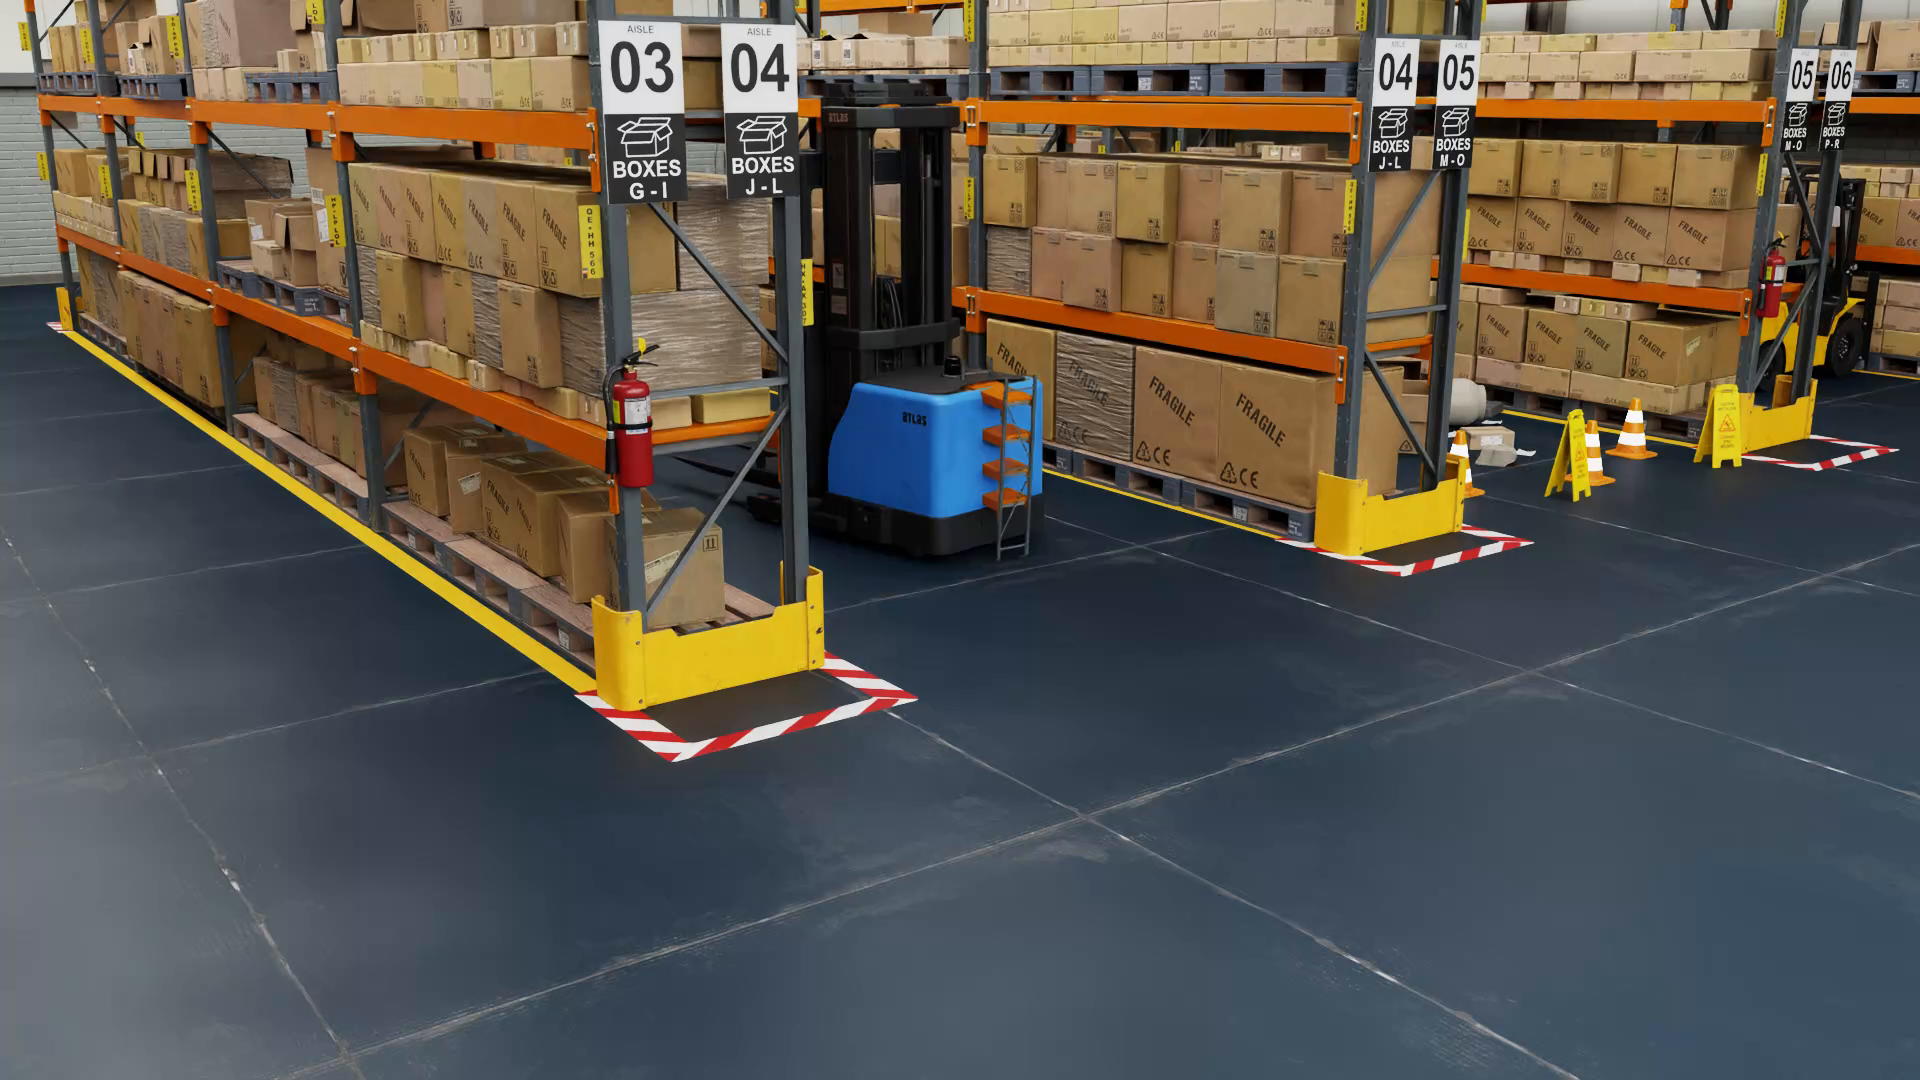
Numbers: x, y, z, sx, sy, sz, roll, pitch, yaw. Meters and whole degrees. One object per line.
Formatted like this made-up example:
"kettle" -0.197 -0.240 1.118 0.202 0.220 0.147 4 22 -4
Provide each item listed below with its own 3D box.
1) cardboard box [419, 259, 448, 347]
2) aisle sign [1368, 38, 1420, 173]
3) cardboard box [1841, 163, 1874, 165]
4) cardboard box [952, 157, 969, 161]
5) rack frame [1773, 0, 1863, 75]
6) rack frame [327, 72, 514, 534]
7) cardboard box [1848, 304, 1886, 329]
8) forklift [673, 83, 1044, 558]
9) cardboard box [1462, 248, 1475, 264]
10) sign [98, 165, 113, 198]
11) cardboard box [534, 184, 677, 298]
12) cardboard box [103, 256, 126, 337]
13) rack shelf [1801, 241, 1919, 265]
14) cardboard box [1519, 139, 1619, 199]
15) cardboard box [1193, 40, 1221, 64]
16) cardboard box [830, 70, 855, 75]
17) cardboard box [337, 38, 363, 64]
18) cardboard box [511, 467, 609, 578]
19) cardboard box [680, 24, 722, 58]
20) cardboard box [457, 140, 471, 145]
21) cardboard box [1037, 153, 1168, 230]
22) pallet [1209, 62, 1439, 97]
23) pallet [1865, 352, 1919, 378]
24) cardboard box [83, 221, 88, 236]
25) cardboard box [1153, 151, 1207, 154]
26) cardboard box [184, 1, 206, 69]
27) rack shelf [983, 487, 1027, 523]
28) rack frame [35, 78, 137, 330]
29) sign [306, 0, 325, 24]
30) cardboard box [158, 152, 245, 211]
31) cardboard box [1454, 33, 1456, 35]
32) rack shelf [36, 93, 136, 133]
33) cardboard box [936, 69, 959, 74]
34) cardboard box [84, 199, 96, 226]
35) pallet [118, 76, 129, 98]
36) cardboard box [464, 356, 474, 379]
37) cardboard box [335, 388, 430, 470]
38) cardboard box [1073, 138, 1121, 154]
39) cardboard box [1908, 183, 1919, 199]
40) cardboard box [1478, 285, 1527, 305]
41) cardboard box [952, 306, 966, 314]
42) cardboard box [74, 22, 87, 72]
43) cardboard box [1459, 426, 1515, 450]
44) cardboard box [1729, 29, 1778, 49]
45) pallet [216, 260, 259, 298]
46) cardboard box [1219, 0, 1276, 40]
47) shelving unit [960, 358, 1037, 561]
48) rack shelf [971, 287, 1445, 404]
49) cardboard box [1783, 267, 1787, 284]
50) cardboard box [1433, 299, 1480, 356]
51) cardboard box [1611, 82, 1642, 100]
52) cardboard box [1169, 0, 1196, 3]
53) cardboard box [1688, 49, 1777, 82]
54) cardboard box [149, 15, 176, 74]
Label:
"cardboard box" -2.707 -1.458 9.968 0.875 0.500 0.500 -11 19 -35
"aisle sign" 2.660 -2.662 10.195 0.394 0.787 0.004 -11 19 -35
"cardboard box" 9.749 -4.031 18.140 0.380 0.149 0.250 -10 18 -33
"cardboard box" -0.092 -3.069 14.523 0.700 0.500 0.500 -11 19 -35
"rack frame" 6.805 -5.153 12.858 1.000 3.000 0.127 -11 19 -35
"rack frame" -3.563 -1.575 11.150 1.000 3.000 0.127 -11 19 -35
"cardboard box" 9.672 -2.419 17.700 0.500 0.250 0.500 -11 19 -36
"forklift" -0.845 -1.614 11.420 3.031 2.935 1.130 14 21 42
"cardboard box" 4.867 -2.719 15.805 0.380 0.149 0.250 -10 18 -33
"sign" -8.715 -3.653 16.951 0.100 0.325 0.005 -11 19 -35
"cardboard box" -1.734 -1.474 8.134 0.500 0.500 0.500 -11 19 -35
"cardboard box" -9.119 -2.807 18.879 0.875 0.875 0.875 -11 19 -35
"rack shelf" 9.642 -3.111 18.123 1.077 0.370 4.000 -11 19 -35
"cardboard box" 5.473 -3.339 14.946 0.700 0.500 0.500 -11 19 -35
"cardboard box" 1.792 -3.282 11.193 0.380 0.149 0.250 -11 19 -35
"cardboard box" -1.539 -6.968 23.997 0.500 0.500 0.500 -10 18 -34
"cardboard box" -3.621 -3.025 10.293 0.380 0.149 0.250 -12 19 -36
"cardboard box" -2.297 -0.113 9.747 0.500 0.500 0.500 -9 18 -29
"cardboard box" -1.186 -2.383 7.947 0.380 0.149 0.250 -11 19 -35
"cardboard box" -6.498 -5.423 22.561 0.500 0.500 0.500 -11 19 -35
"cardboard box" 1.115 -2.733 13.051 0.875 0.550 0.550 -11 19 -35
"pallet" 2.416 -3.030 10.952 1.003 0.211 1.213 -11 19 -35
"pallet" 10.334 -1.843 17.408 1.003 0.211 1.213 -11 19 -35
"cardboard box" -9.616 -3.506 18.678 0.380 0.149 0.250 -10 18 -34
"cardboard box" 2.593 -4.308 19.586 0.500 0.500 0.500 -12 19 -36
"cardboard box" -5.846 -4.025 13.283 0.500 0.500 0.500 -11 19 -34
"rack shelf" 0.213 -0.265 10.728 0.258 0.148 0.480 -10 23 -31
"rack frame" -10.619 -4.138 20.512 1.000 3.000 0.127 -11 19 -35
"sign" -4.010 -3.375 10.316 0.100 0.325 0.005 -11 19 -35
"cardboard box" -7.112 -3.402 15.734 0.797 0.503 0.637 -10 18 -33
"cardboard box" 6.343 -6.292 21.528 0.500 0.500 0.500 -11 19 -34
"rack shelf" -9.443 -4.811 18.651 1.077 0.370 4.000 -11 19 -35
"cardboard box" 0.033 -6.286 21.695 0.500 0.500 0.500 -11 19 -36
"cardboard box" -9.345 -3.627 18.368 0.500 0.250 0.500 -10 18 -33
"pallet" -7.688 -4.450 16.334 0.805 0.209 1.217 -12 19 -37
"cardboard box" -2.603 -0.997 9.513 0.380 0.149 0.250 -11 19 -35
"cardboard box" -4.172 -0.821 12.296 0.700 0.500 0.500 -11 19 -35
"cardboard box" 1.586 -4.568 20.001 0.500 0.500 0.500 -11 19 -36
"cardboard box" 9.973 -3.592 17.100 0.380 0.149 0.250 -11 19 -35
"cardboard box" 5.071 -2.294 15.540 0.380 0.149 0.250 -10 18 -31
"cardboard box" -0.493 -1.766 15.314 1.050 0.750 0.750 -11 19 -35
"cardboard box" -9.088 -5.303 17.912 0.700 0.500 0.500 -10 18 -32
"cardboard box" 4.401 -0.851 13.902 0.380 0.149 0.250 -2 15 -6
"cardboard box" 6.367 -3.996 13.278 0.380 0.149 0.250 -11 19 -34
"pallet" -5.410 -2.201 13.801 1.213 0.211 1.003 -11 19 -35
"cardboard box" 2.053 -3.406 10.893 0.500 0.250 0.500 -11 19 -34
"shelving unit" 0.223 -0.515 10.640 0.258 1.200 0.503 -10 23 -31
"rack shelf" 1.685 -1.550 12.419 1.077 0.370 4.000 -11 19 -35
"cardboard box" 6.773 -2.243 14.065 0.380 0.149 0.250 -11 19 -34
"cardboard box" 4.906 -2.071 15.954 0.500 0.500 0.500 -10 18 -32
"cardboard box" 5.788 -3.838 14.211 0.380 0.149 0.250 -11 19 -35
"cardboard box" 1.641 -3.721 11.289 0.380 0.149 0.250 -11 19 -35
"cardboard box" 6.286 -3.845 13.480 0.500 0.250 0.500 -11 19 -35
"cardboard box" -6.910 -4.417 14.865 0.500 0.500 0.500 -10 18 -32
